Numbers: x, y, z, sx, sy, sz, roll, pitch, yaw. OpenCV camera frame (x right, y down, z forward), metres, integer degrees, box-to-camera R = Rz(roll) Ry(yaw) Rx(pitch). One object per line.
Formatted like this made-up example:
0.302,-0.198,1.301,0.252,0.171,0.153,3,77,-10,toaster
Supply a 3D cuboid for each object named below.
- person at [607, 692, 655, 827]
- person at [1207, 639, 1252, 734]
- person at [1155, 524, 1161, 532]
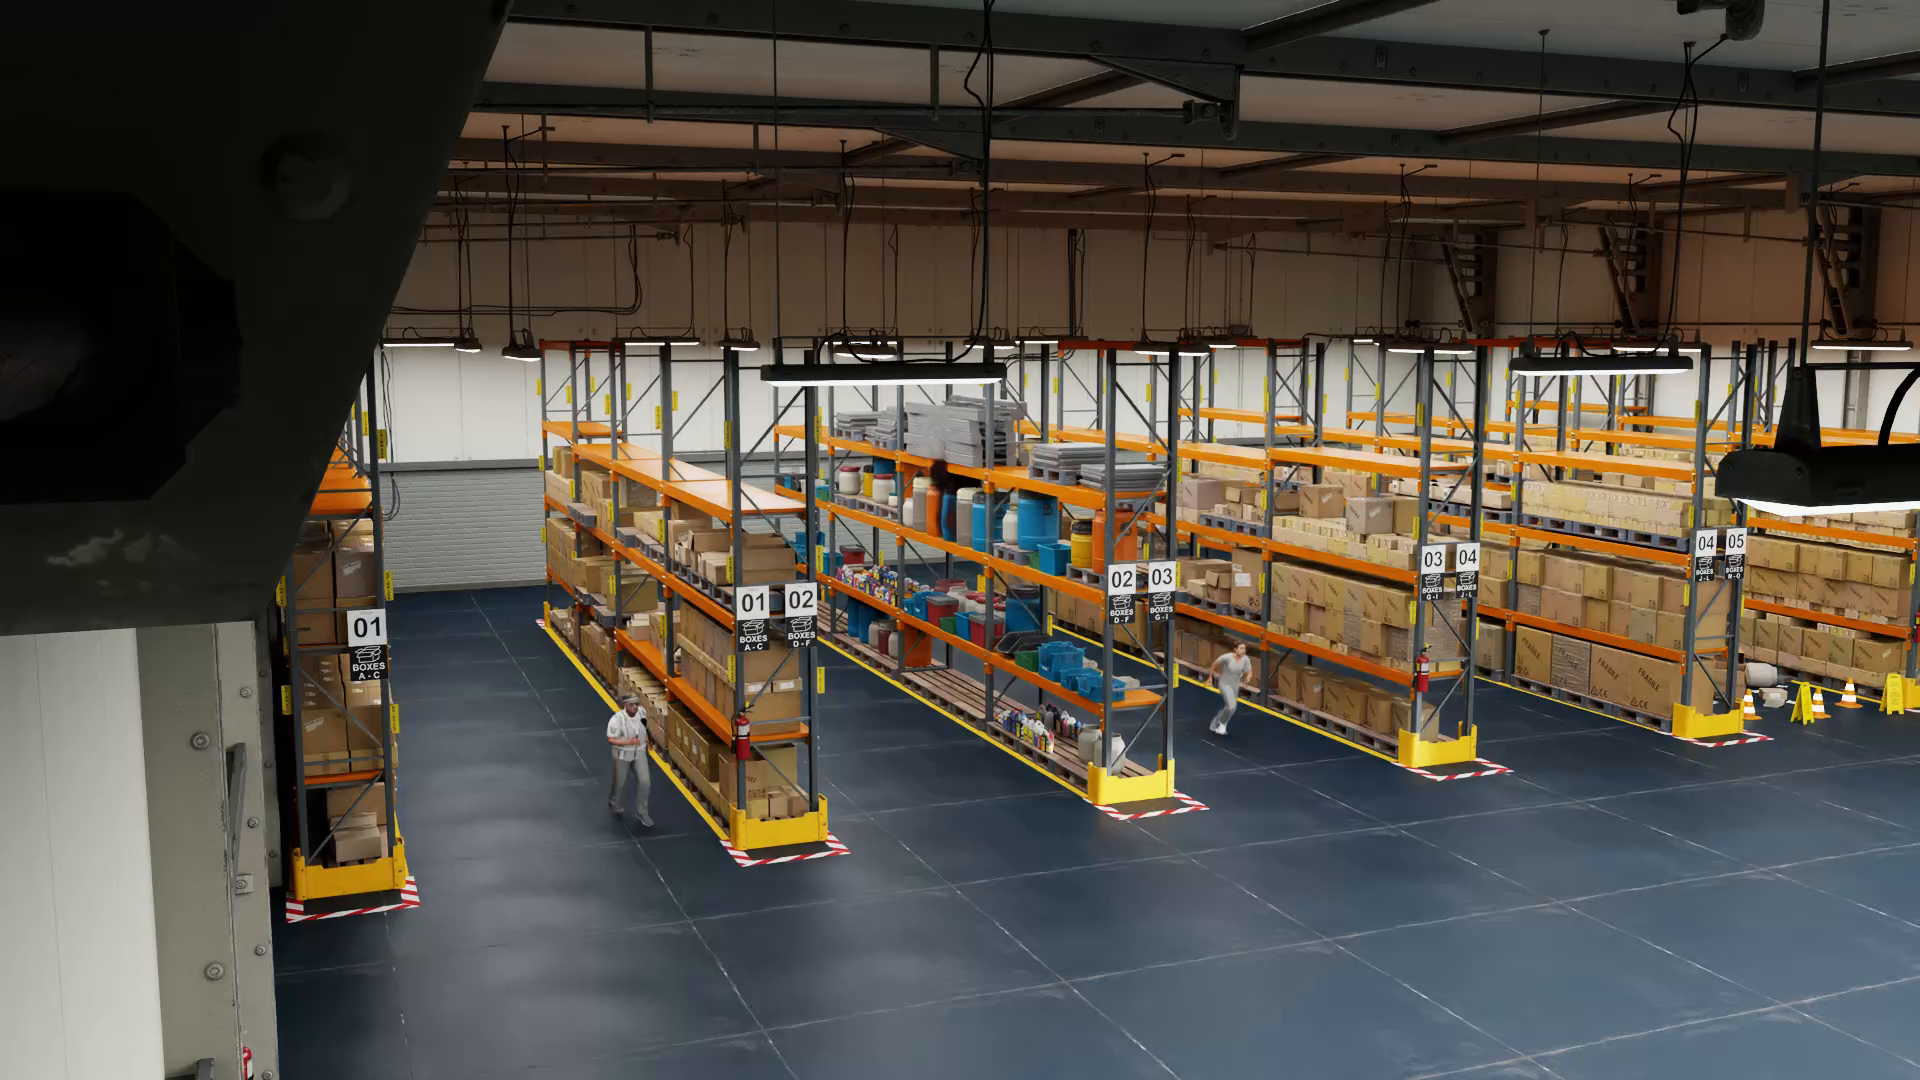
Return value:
-4.204,2.742,21.134,0.668,1.752,1.000,-5,9,-32,person
4.149,2.254,25.474,0.544,1.535,0.901,-4,8,-25,person
4.793,0.136,41.458,0.901,1.657,0.626,-2,8,-16,person
